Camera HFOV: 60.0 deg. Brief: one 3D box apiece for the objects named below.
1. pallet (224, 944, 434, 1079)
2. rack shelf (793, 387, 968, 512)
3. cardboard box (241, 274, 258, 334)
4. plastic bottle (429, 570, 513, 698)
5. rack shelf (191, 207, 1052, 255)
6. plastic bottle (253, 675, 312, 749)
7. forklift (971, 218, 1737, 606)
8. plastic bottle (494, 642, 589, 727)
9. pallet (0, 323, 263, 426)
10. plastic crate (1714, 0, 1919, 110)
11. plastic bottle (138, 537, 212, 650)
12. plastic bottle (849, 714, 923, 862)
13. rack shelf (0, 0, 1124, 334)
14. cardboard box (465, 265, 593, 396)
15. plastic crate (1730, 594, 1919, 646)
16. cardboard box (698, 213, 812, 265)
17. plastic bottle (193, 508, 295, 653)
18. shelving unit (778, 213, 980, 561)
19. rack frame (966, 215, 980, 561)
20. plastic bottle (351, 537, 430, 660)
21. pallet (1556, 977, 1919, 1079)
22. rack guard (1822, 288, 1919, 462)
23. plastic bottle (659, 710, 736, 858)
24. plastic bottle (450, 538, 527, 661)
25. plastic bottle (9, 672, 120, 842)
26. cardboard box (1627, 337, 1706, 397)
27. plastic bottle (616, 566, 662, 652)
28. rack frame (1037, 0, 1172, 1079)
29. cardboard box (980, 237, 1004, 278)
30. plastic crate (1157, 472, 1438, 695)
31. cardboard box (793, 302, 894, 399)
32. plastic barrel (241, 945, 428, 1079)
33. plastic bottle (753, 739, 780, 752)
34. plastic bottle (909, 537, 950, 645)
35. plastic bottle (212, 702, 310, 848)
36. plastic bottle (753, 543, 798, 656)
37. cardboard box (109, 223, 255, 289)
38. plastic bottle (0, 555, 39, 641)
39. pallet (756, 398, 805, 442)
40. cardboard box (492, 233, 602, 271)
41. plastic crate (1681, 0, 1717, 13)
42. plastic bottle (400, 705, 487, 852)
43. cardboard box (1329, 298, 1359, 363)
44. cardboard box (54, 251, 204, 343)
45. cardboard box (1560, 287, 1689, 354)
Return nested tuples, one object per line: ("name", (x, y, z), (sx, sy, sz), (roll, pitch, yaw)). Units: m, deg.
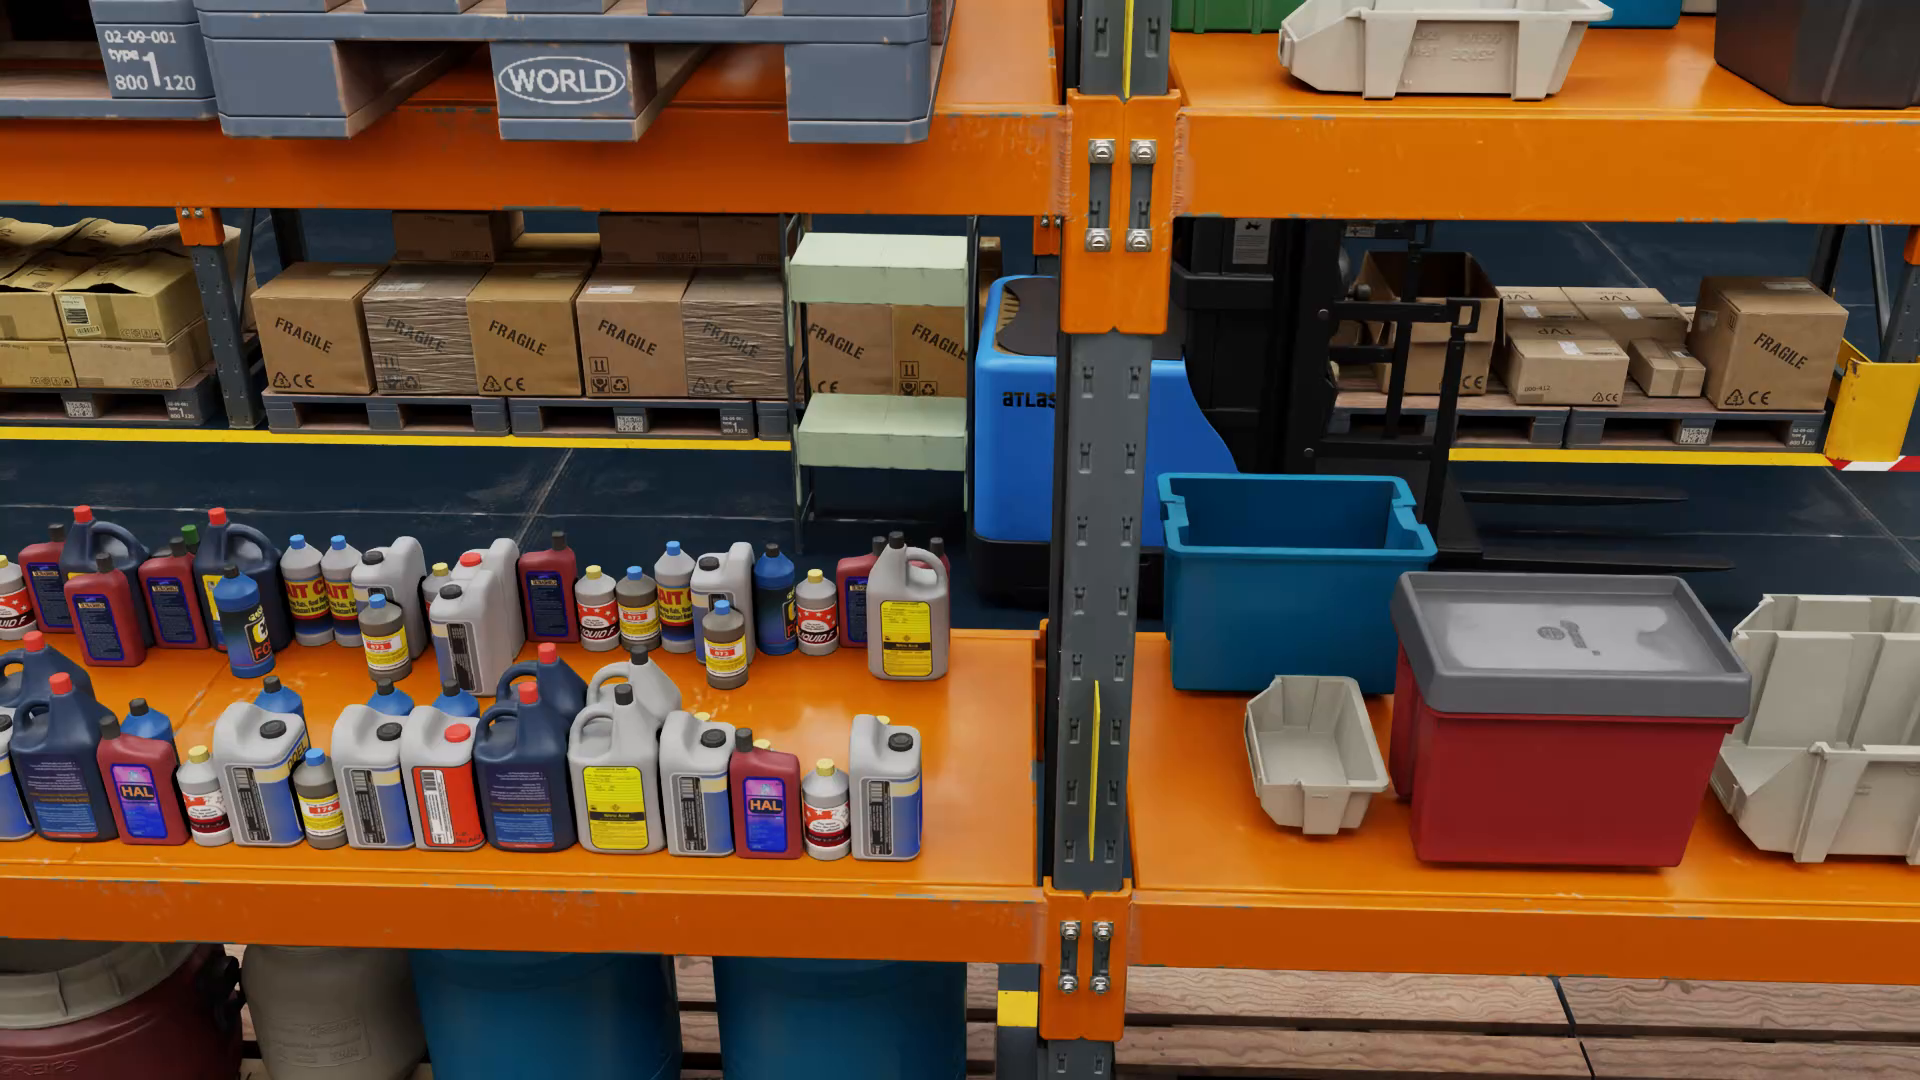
("pallet", (-1.731, 1.460, 4.271), (1.213, 0.211, 1.003), (1, 28, 2))
("rack shelf", (-0.311, -0.391, 7.082), (0.720, 0.370, 0.431), (2, 28, 4))
("cardboard box", (-4.071, -1.222, 8.841), (0.500, 0.250, 0.500), (1, 28, 2))
("plastic bottle", (-1.119, 0.204, 3.795), (0.135, 0.276, 0.152), (1, 28, 2))
("rack shelf", (-1.559, -1.755, 8.125), (4.000, 0.370, 1.077), (1, 28, 2))
("plastic bottle", (-1.394, 0.402, 3.427), (0.097, 0.271, 0.097), (0, 28, 0))
("forklift", (1.589, -1.203, 6.391), (3.031, 2.935, 1.130), (2, 28, 4))
("plastic bottle", (-0.849, 0.368, 3.405), (0.185, 0.351, 0.144), (1, 28, 2))
("pallet", (-4.380, -0.905, 8.733), (1.213, 0.211, 1.003), (1, 28, 2))
("plastic crate", (1.493, -0.840, 2.568), (0.590, 0.269, 0.497), (1, 28, 2))
("plastic bottle", (-1.859, 0.124, 3.938), (0.133, 0.283, 0.061), (1, 28, 2))
("plastic bottle", (-0.145, 0.479, 3.277), (0.135, 0.276, 0.152), (1, 28, 2))
("rack shelf", (-1.738, -0.761, 3.049), (4.000, 0.370, 1.077), (1, 28, 2))
("cardboard box", (-2.089, -1.038, 8.204), (0.500, 0.500, 0.500), (1, 28, 1))
("plastic crate", (2.012, 0.257, 3.780), (0.466, 0.136, 0.293), (1, 28, 2))
("cardboard box", (-1.035, -1.599, 8.463), (0.500, 0.250, 0.500), (1, 28, 2))
("plastic bottle", (-1.700, 0.088, 3.934), (0.185, 0.351, 0.144), (1, 28, 2))
("shelving unit", (-0.311, -0.679, 6.929), (0.755, 1.500, 0.431), (2, 28, 4))
("rack frame", (0.054, -0.665, 6.903), (0.023, 1.500, 0.400), (2, 28, 4))
("plastic bottle", (-1.345, 0.129, 3.937), (0.135, 0.276, 0.152), (1, 28, 2))
("pallet", (2.219, 1.524, 4.150), (1.213, 0.211, 1.003), (1, 28, 2))
("rack guard", (4.361, -0.870, 8.358), (0.348, 0.500, 1.175), (1, 28, 2))
("plastic bottle", (-0.510, 0.473, 3.288), (0.135, 0.276, 0.152), (1, 28, 2))
("plastic bottle", (-1.114, 0.133, 3.930), (0.135, 0.276, 0.152), (1, 28, 2))
("plastic bottle", (-1.770, 0.421, 3.307), (0.185, 0.351, 0.144), (1, 28, 2))
("cardboard box", (3.483, -0.858, 8.222), (0.250, 0.166, 0.380), (1, 28, 2))
("plastic bottle", (-0.766, 0.158, 3.961), (0.097, 0.201, 0.097), (0, 28, 0))
("rack frame", (0.261, 0.279, 3.521), (0.127, 3.000, 1.000), (1, 28, 2))
("cardboard box", (-0.035, -1.251, 8.607), (0.500, 0.500, 0.500), (0, 28, -1))
("plastic crate", (0.739, 0.108, 3.797), (0.575, 0.384, 0.392), (1, 28, 2))
("cardboard box", (-0.558, -1.015, 8.162), (0.500, 0.500, 0.500), (1, 28, 2))
("plastic barrel", (-1.551, 1.113, 4.156), (0.421, 0.512, 0.421), (0, 28, 0))
("plastic bottle", (-0.393, 0.492, 3.332), (0.097, 0.201, 0.097), (0, 28, 0))
("plastic bottle", (-0.091, 0.125, 3.936), (0.133, 0.283, 0.061), (1, 28, 2))
("plastic bottle", (-1.380, 0.458, 3.315), (0.135, 0.276, 0.152), (1, 28, 2))
("plastic bottle", (-0.437, 0.133, 3.934), (0.097, 0.271, 0.097), (0, 28, 0))
("cardboard box", (-4.071, -1.470, 8.709), (0.500, 0.311, 0.500), (2, 28, 4))
("plastic bottle", (-2.291, 0.133, 4.008), (0.097, 0.201, 0.097), (0, 28, 0))
("pallet", (-0.375, -0.803, 8.540), (1.213, 0.211, 1.003), (1, 28, 2))
("cardboard box", (-2.098, -1.281, 8.663), (0.500, 0.500, 0.500), (0, 28, 0))
("plastic crate", (1.545, -1.087, 3.177), (0.466, 0.136, 0.293), (1, 28, 2))
("plastic bottle", (-1.014, 0.464, 3.304), (0.135, 0.276, 0.152), (1, 28, 2))
("cardboard box", (1.768, -1.157, 8.631), (0.500, 0.311, 0.500), (1, 28, 2))
("cardboard box", (-4.090, -1.217, 8.232), (0.500, 0.311, 0.500), (2, 28, 3))
("cardboard box", (3.404, -1.103, 8.594), (0.500, 0.250, 0.500), (1, 28, 2))
